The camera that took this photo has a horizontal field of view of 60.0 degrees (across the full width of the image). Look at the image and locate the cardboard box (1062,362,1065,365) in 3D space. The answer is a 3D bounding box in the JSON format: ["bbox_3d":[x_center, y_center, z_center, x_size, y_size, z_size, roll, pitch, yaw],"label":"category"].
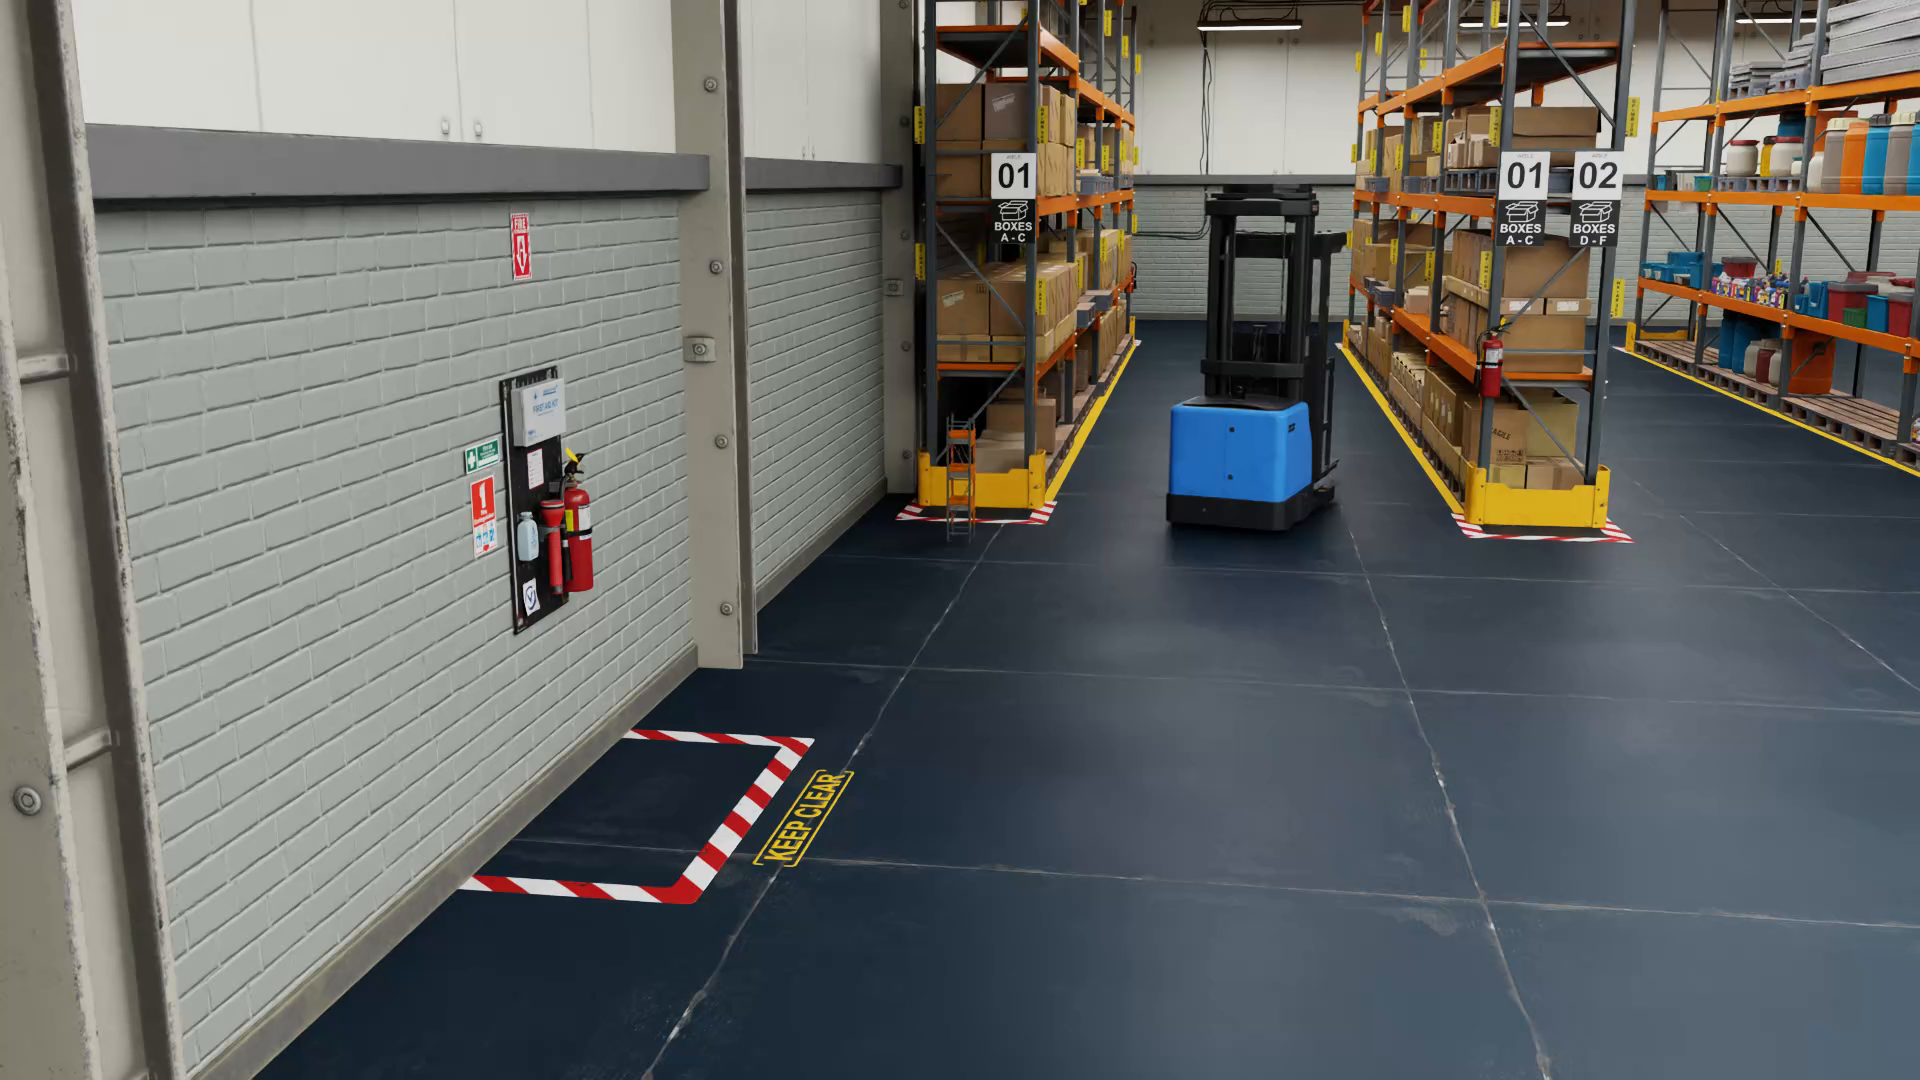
[{"bbox_3d":[1.050,-1.983,20.964,0.700,0.500,0.500,2,12,9],"label":"cardboard box"}]

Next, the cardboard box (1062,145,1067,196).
[{"bbox_3d":[0.834,-3.812,17.159,0.500,0.500,0.500,1,12,6],"label":"cardboard box"}]

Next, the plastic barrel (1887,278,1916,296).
[{"bbox_3d":[11.138,-2.802,19.554,0.433,0.535,0.433,0,12,0],"label":"plastic barrel"}]

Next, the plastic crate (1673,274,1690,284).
[{"bbox_3d":[11.796,-4.239,27.027,0.293,0.136,0.466,2,12,9],"label":"plastic crate"}]

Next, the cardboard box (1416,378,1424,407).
[{"bbox_3d":[5.480,-1.691,18.920,0.500,0.311,0.500,2,12,9],"label":"cardboard box"}]

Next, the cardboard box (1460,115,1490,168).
[{"bbox_3d":[5.323,-3.914,16.341,0.797,0.503,0.637,3,13,15],"label":"cardboard box"}]

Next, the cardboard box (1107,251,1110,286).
[{"bbox_3d":[1.915,-3.964,24.274,0.500,0.500,0.500,2,12,8],"label":"cardboard box"}]

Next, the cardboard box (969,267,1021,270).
[{"bbox_3d":[0.361,-2.623,17.573,0.500,0.500,0.500,2,12,10],"label":"cardboard box"}]

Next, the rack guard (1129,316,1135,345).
[{"bbox_3d":[2.655,-3.903,30.918,1.175,0.500,0.348,2,12,9],"label":"rack guard"}]

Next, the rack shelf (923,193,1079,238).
[{"bbox_3d":[0.498,-3.320,16.868,1.077,0.370,4.000,2,12,9],"label":"rack shelf"}]

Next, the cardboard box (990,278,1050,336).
[{"bbox_3d":[0.561,-2.182,15.527,0.500,0.500,0.500,2,12,9],"label":"cardboard box"}]

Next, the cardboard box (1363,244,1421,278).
[{"bbox_3d":[6.637,-4.290,25.548,0.700,0.500,0.500,-2,12,-10],"label":"cardboard box"}]

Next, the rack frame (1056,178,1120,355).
[{"bbox_3d":[2.036,-4.287,26.768,1.000,3.000,0.127,2,12,9],"label":"rack frame"}]

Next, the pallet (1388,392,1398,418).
[{"bbox_3d":[6.151,-1.762,21.667,1.003,0.211,1.213,2,12,9],"label":"pallet"}]

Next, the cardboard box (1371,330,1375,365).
[{"bbox_3d":[6.545,-2.917,25.296,0.500,0.500,0.500,2,12,9],"label":"cardboard box"}]

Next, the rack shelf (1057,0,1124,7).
[{"bbox_3d":[1.728,-8.077,23.929,1.077,0.370,4.000,2,12,9],"label":"rack shelf"}]

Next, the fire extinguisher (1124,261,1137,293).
[{"bbox_3d":[3.130,-4.916,30.755,0.296,0.674,0.183,2,12,9],"label":"fire extinguisher"}]

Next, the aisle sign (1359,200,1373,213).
[{"bbox_3d":[7.267,-6.255,29.726,0.394,0.787,0.004,2,12,9],"label":"aisle sign"}]

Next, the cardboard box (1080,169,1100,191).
[{"bbox_3d":[1.577,-4.729,21.859,0.500,0.311,0.500,2,12,9],"label":"cardboard box"}]

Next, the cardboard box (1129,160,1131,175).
[{"bbox_3d":[2.722,-6.498,29.026,0.500,0.250,0.500,1,12,7],"label":"cardboard box"}]

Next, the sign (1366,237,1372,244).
[{"bbox_3d":[6.394,-4.567,26.009,0.100,0.325,0.005,2,12,9],"label":"sign"}]

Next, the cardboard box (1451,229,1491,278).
[{"bbox_3d":[5.639,-3.053,17.722,0.700,0.500,0.500,2,12,9],"label":"cardboard box"}]

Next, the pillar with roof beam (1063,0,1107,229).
[{"bbox_3d":[6.465,-8.503,32.090,9.100,9.000,0.548,2,12,9],"label":"pillar with roof beam"}]

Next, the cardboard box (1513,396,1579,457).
[{"bbox_3d":[5.463,-1.066,15.570,0.500,0.500,0.500,2,12,9],"label":"cardboard box"}]

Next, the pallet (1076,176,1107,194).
[{"bbox_3d":[1.162,-4.338,20.326,1.213,0.211,1.003,2,12,9],"label":"pallet"}]

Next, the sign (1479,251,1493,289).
[{"bbox_3d":[4.552,-2.332,14.383,0.100,0.325,0.005,2,12,9],"label":"sign"}]

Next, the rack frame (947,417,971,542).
[{"bbox_3d":[-0.011,-0.499,13.817,0.200,1.050,0.008,2,12,9],"label":"rack frame"}]

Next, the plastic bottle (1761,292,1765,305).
[{"bbox_3d":[10.997,-3.307,22.692,0.097,0.201,0.097,0,12,0],"label":"plastic bottle"}]

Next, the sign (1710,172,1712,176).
[{"bbox_3d":[12.986,-6.200,28.770,0.100,0.325,0.005,2,12,9],"label":"sign"}]

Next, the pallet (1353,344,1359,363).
[{"bbox_3d":[7.223,-3.162,28.165,1.003,0.211,1.213,2,12,9],"label":"pallet"}]

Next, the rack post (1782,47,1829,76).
[{"bbox_3d":[11.281,-6.182,21.496,0.954,0.300,0.937,2,12,9],"label":"rack post"}]

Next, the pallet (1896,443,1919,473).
[{"bbox_3d":[10.450,-0.799,17.202,1.003,0.211,1.213,2,12,9],"label":"pallet"}]

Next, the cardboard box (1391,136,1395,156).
[{"bbox_3d":[6.701,-5.655,24.521,0.600,0.600,0.600,2,12,8],"label":"cardboard box"}]

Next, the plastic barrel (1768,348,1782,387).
[{"bbox_3d":[11.267,-2.346,22.666,0.421,0.512,0.421,0,12,0],"label":"plastic barrel"}]

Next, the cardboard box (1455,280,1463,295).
[{"bbox_3d":[5.353,-2.618,17.244,0.380,0.149,0.250,2,12,8],"label":"cardboard box"}]

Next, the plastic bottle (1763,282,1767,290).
[{"bbox_3d":[11.197,-3.446,23.142,0.061,0.283,0.133,2,12,9],"label":"plastic bottle"}]

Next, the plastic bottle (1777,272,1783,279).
[{"bbox_3d":[12.007,-3.740,24.346,0.144,0.351,0.185,2,12,9],"label":"plastic bottle"}]

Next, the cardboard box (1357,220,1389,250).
[{"bbox_3d":[7.063,-5.201,28.397,0.500,0.500,0.500,2,12,9],"label":"cardboard box"}]

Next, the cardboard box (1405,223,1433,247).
[{"bbox_3d":[7.282,-4.754,26.323,0.500,0.500,0.500,2,12,10],"label":"cardboard box"}]

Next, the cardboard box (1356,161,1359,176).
[{"bbox_3d":[7.210,-6.499,29.080,0.500,0.250,0.500,2,12,9],"label":"cardboard box"}]

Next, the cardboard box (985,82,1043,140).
[{"bbox_3d":[0.489,-3.875,15.078,0.500,0.500,0.500,1,12,5],"label":"cardboard box"}]

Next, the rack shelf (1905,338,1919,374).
[{"bbox_3d":[10.287,-1.533,15.695,1.077,0.370,4.000,2,12,9],"label":"rack shelf"}]

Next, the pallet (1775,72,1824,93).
[{"bbox_3d":[11.351,-5.928,21.537,1.213,0.211,1.003,2,12,9],"label":"pallet"}]

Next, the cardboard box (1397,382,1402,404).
[{"bbox_3d":[5.795,-1.844,20.958,0.500,0.250,0.500,2,12,7],"label":"cardboard box"}]

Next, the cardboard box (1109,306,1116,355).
[{"bbox_3d":[2.064,-3.302,26.302,0.750,0.750,0.750,2,12,9],"label":"cardboard box"}]

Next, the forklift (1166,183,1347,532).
[{"bbox_3d":[2.867,-1.770,15.248,1.130,2.935,3.031,6,13,24],"label":"forklift"}]

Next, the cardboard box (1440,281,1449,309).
[{"bbox_3d":[5.916,-2.780,19.537,0.500,0.500,0.500,3,12,13],"label":"cardboard box"}]

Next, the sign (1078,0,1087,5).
[{"bbox_3d":[1.339,-6.029,18.202,0.100,0.325,0.005,2,12,9],"label":"sign"}]

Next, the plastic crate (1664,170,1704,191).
[{"bbox_3d":[11.934,-5.926,27.398,0.504,0.338,0.767,2,12,9],"label":"plastic crate"}]

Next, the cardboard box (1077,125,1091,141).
[{"bbox_3d":[1.701,-6.090,24.950,0.500,0.250,0.500,1,12,7],"label":"cardboard box"}]

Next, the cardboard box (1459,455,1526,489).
[{"bbox_3d":[4.876,-0.612,15.243,0.500,0.250,0.500,2,12,9],"label":"cardboard box"}]

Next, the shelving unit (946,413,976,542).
[{"bbox_3d":[0.008,-0.524,13.934,0.215,1.050,0.252,2,12,9],"label":"shelving unit"}]

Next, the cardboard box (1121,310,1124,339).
[{"bbox_3d":[2.565,-3.850,29.676,0.700,0.500,0.500,2,12,8],"label":"cardboard box"}]

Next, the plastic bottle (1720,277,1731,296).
[{"bbox_3d":[11.321,-3.746,24.548,0.152,0.276,0.135,2,12,9],"label":"plastic bottle"}]

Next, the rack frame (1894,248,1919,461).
[{"bbox_3d":[10.595,-2.301,17.551,1.000,3.000,0.127,2,12,9],"label":"rack frame"}]

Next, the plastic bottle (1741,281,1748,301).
[{"bbox_3d":[11.139,-3.535,23.581,0.097,0.271,0.097,0,12,0],"label":"plastic bottle"}]
